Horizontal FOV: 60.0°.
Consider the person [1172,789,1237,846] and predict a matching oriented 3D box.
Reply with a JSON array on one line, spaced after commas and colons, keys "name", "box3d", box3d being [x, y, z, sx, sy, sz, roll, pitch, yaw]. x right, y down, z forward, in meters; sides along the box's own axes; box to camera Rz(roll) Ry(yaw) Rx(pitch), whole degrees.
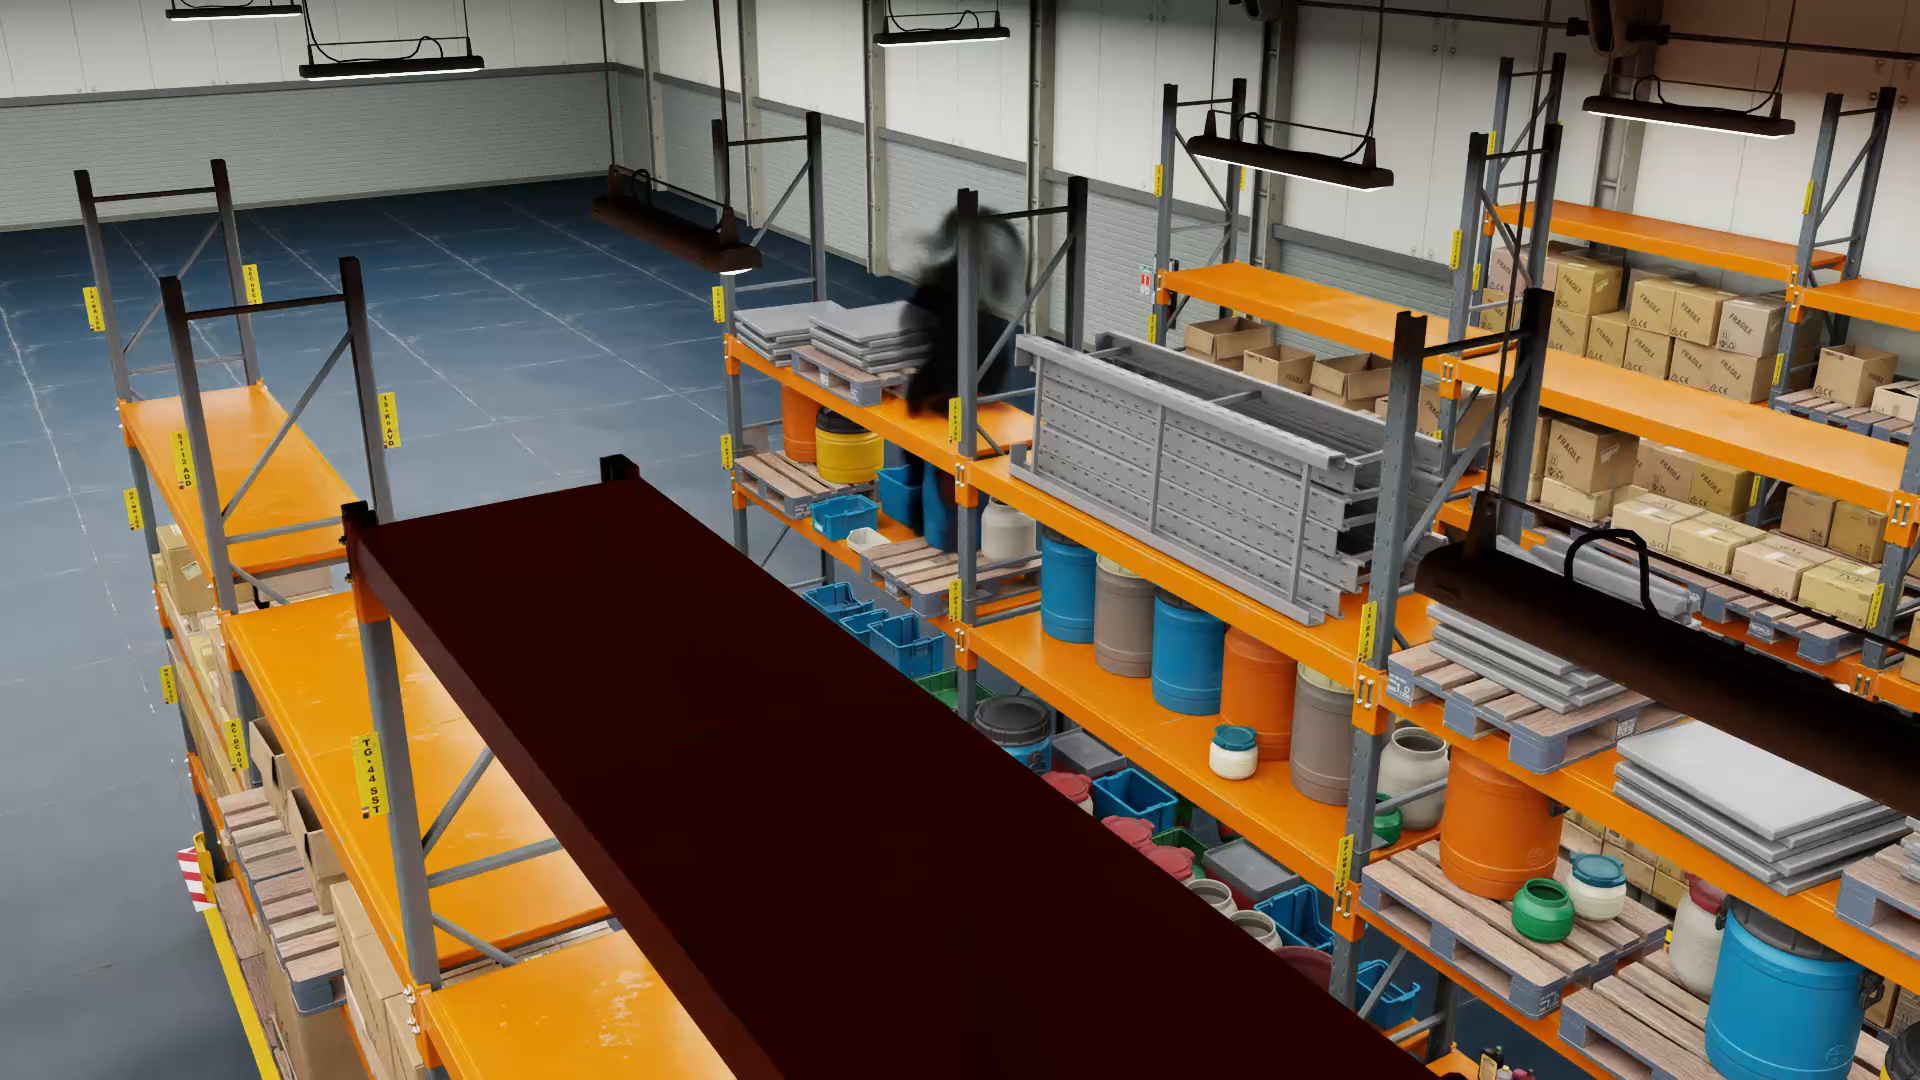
[{"name": "person", "box3d": [1.970, 1.849, 13.606, 0.680, 1.850, 0.797, -16, 27, -35]}]

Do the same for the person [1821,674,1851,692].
[{"name": "person", "box3d": [7.539, 1.823, 14.461, 0.703, 1.832, 0.850, -17, 27, -35]}]
